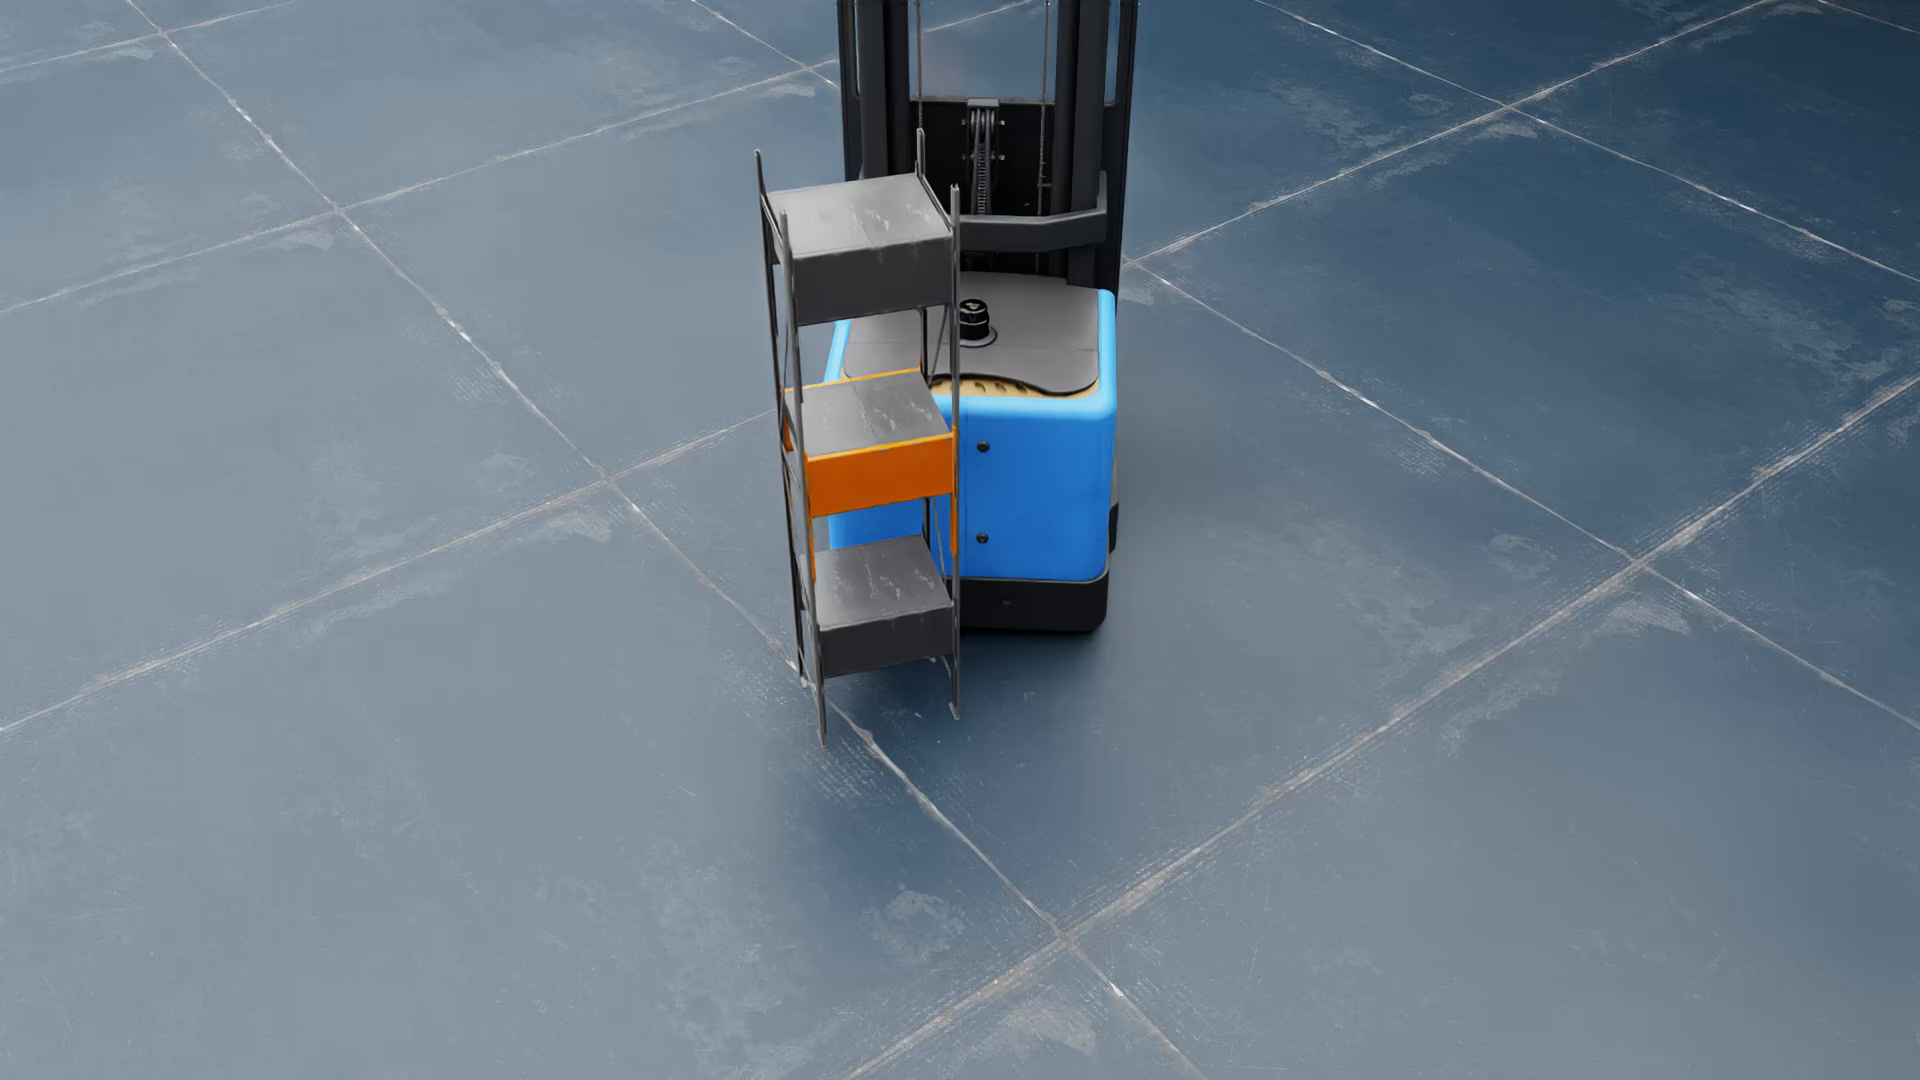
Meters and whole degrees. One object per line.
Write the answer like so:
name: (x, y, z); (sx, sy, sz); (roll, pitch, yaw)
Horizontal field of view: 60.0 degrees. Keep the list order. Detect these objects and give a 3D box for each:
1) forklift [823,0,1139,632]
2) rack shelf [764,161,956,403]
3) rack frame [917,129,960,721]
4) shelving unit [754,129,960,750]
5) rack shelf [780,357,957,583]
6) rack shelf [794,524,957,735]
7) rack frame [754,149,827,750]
forklift: (0.114, -1.709, 6.522); (1.130, 2.935, 3.031); (2, 39, 3)
rack shelf: (-0.299, -0.771, 4.953); (0.480, 0.518, 0.431); (-11, 41, -13)
rack frame: (-0.065, -0.284, 5.441); (0.015, 2.100, 0.400); (-11, 41, -13)
shelving unit: (-0.299, -0.241, 5.388); (0.503, 2.100, 0.431); (-11, 41, -13)
rack shelf: (-0.299, -0.230, 5.397); (0.480, 0.518, 0.431); (-11, 41, -13)
rack shelf: (-0.299, 0.311, 5.841); (0.480, 0.518, 0.431); (-11, 41, -13)
rack frame: (-0.533, -0.197, 5.335); (0.015, 2.100, 0.400); (-11, 41, -13)
